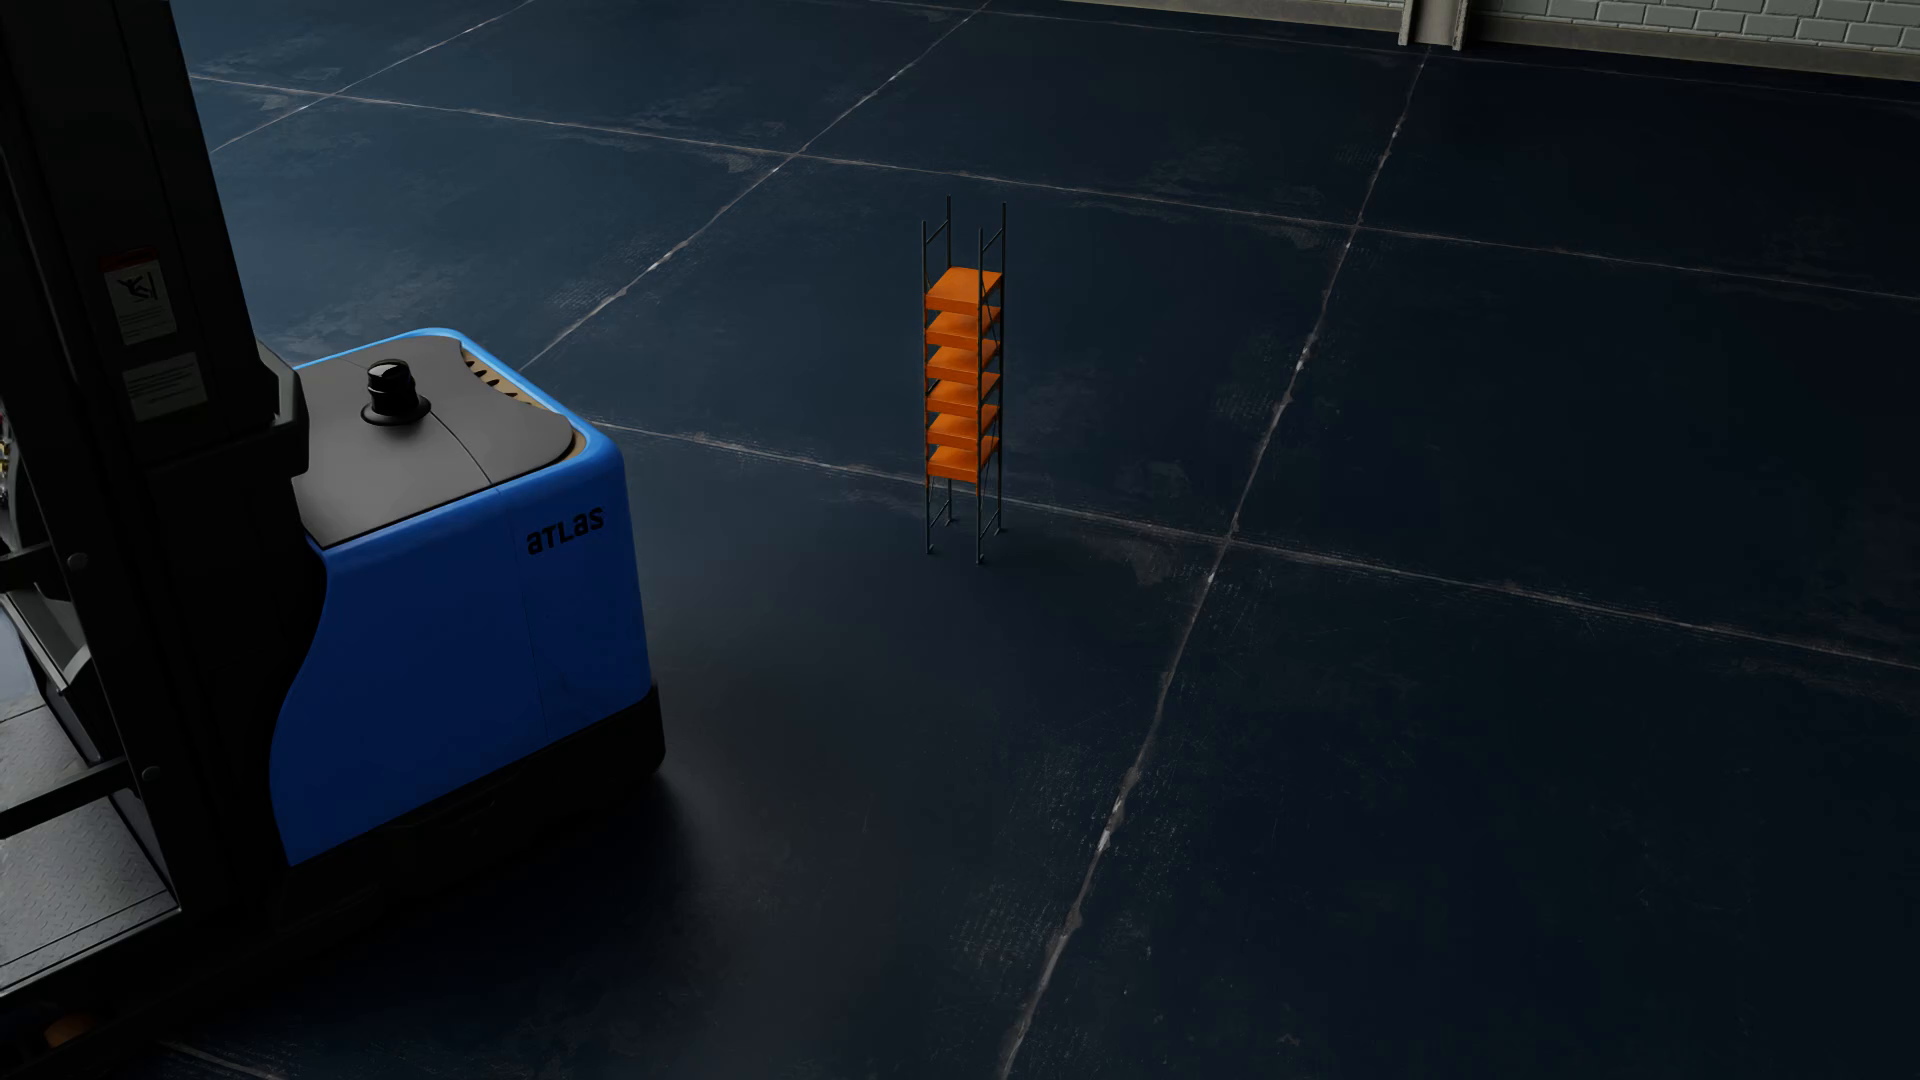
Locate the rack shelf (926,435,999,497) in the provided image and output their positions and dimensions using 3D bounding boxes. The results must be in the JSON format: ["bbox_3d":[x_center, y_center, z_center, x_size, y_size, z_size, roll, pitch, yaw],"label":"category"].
[{"bbox_3d":[0.014,-0.262,5.575,0.180,0.103,0.258,11,34,16],"label":"rack shelf"}]

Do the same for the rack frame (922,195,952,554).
[{"bbox_3d":[-0.073,-0.518,5.446,0.006,1.200,0.240,11,34,16],"label":"rack frame"}]

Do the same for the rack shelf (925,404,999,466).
[{"bbox_3d":[0.014,-0.363,5.510,0.180,0.103,0.258,11,34,16],"label":"rack shelf"}]

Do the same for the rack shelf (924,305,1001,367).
[{"bbox_3d":[0.014,-0.666,5.314,0.180,0.103,0.258,11,34,16],"label":"rack shelf"}]

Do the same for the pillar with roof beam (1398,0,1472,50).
[{"bbox_3d":[1.600,-4.808,4.900,0.400,9.000,9.100,11,34,16],"label":"pillar with roof beam"}]

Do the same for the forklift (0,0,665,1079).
[{"bbox_3d":[-2.274,-0.236,3.413,3.031,2.935,1.130,-25,41,-33],"label":"forklift"}]

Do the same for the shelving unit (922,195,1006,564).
[{"bbox_3d":[0.014,-0.501,5.420,0.189,1.200,0.258,11,34,16],"label":"shelving unit"}]

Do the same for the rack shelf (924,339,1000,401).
[{"bbox_3d":[0.014,-0.565,5.379,0.180,0.103,0.258,11,34,16],"label":"rack shelf"}]

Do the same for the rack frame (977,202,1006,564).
[{"bbox_3d":[0.100,-0.485,5.395,0.006,1.200,0.240,11,34,16],"label":"rack frame"}]

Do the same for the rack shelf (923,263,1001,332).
[{"bbox_3d":[0.014,-0.767,5.249,0.180,0.103,0.258,11,34,16],"label":"rack shelf"}]

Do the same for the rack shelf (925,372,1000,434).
[{"bbox_3d":[0.014,-0.464,5.445,0.180,0.103,0.258,11,34,16],"label":"rack shelf"}]
